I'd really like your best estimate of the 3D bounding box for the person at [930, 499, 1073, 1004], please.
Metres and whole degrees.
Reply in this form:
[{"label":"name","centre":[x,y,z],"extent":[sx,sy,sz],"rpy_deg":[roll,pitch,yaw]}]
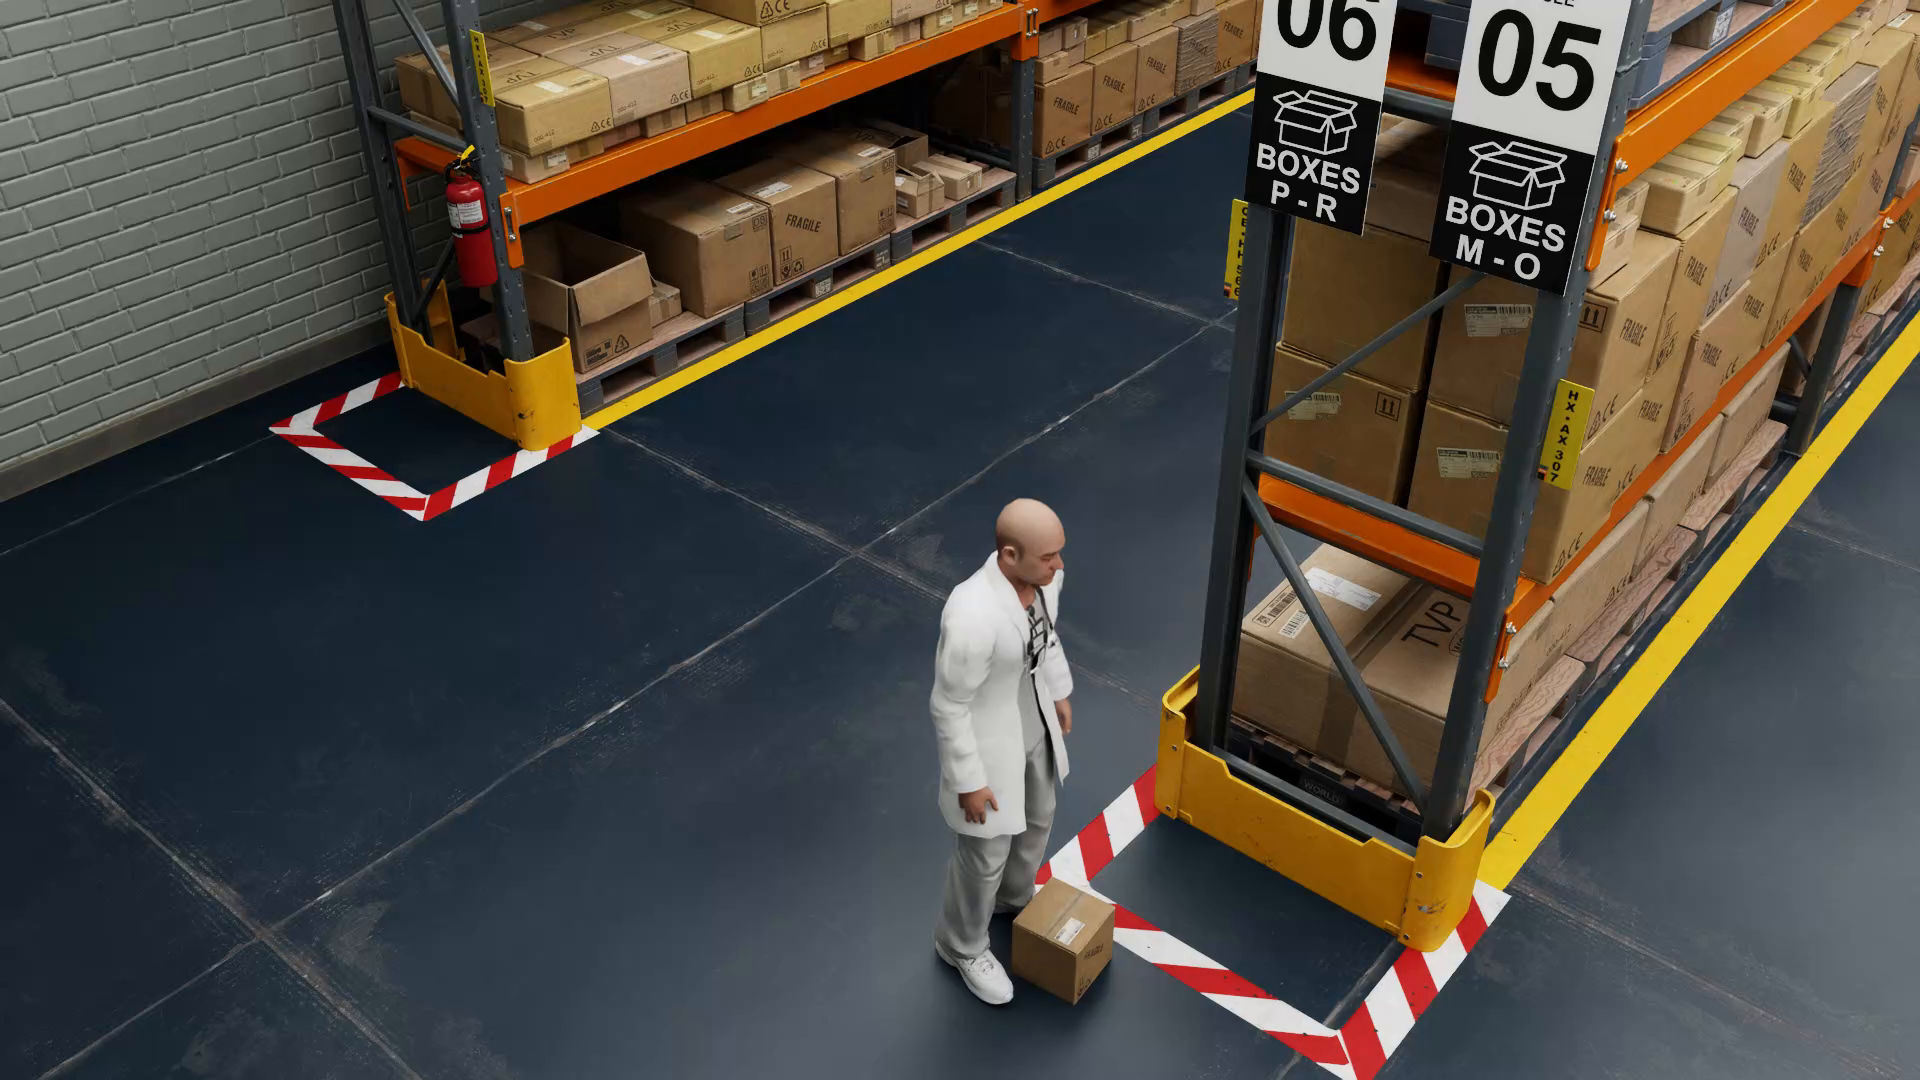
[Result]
[{"label":"person","centre":[0.147,0.628,5.258],"extent":[0.417,1.760,0.656],"rpy_deg":[21,40,27]}]
